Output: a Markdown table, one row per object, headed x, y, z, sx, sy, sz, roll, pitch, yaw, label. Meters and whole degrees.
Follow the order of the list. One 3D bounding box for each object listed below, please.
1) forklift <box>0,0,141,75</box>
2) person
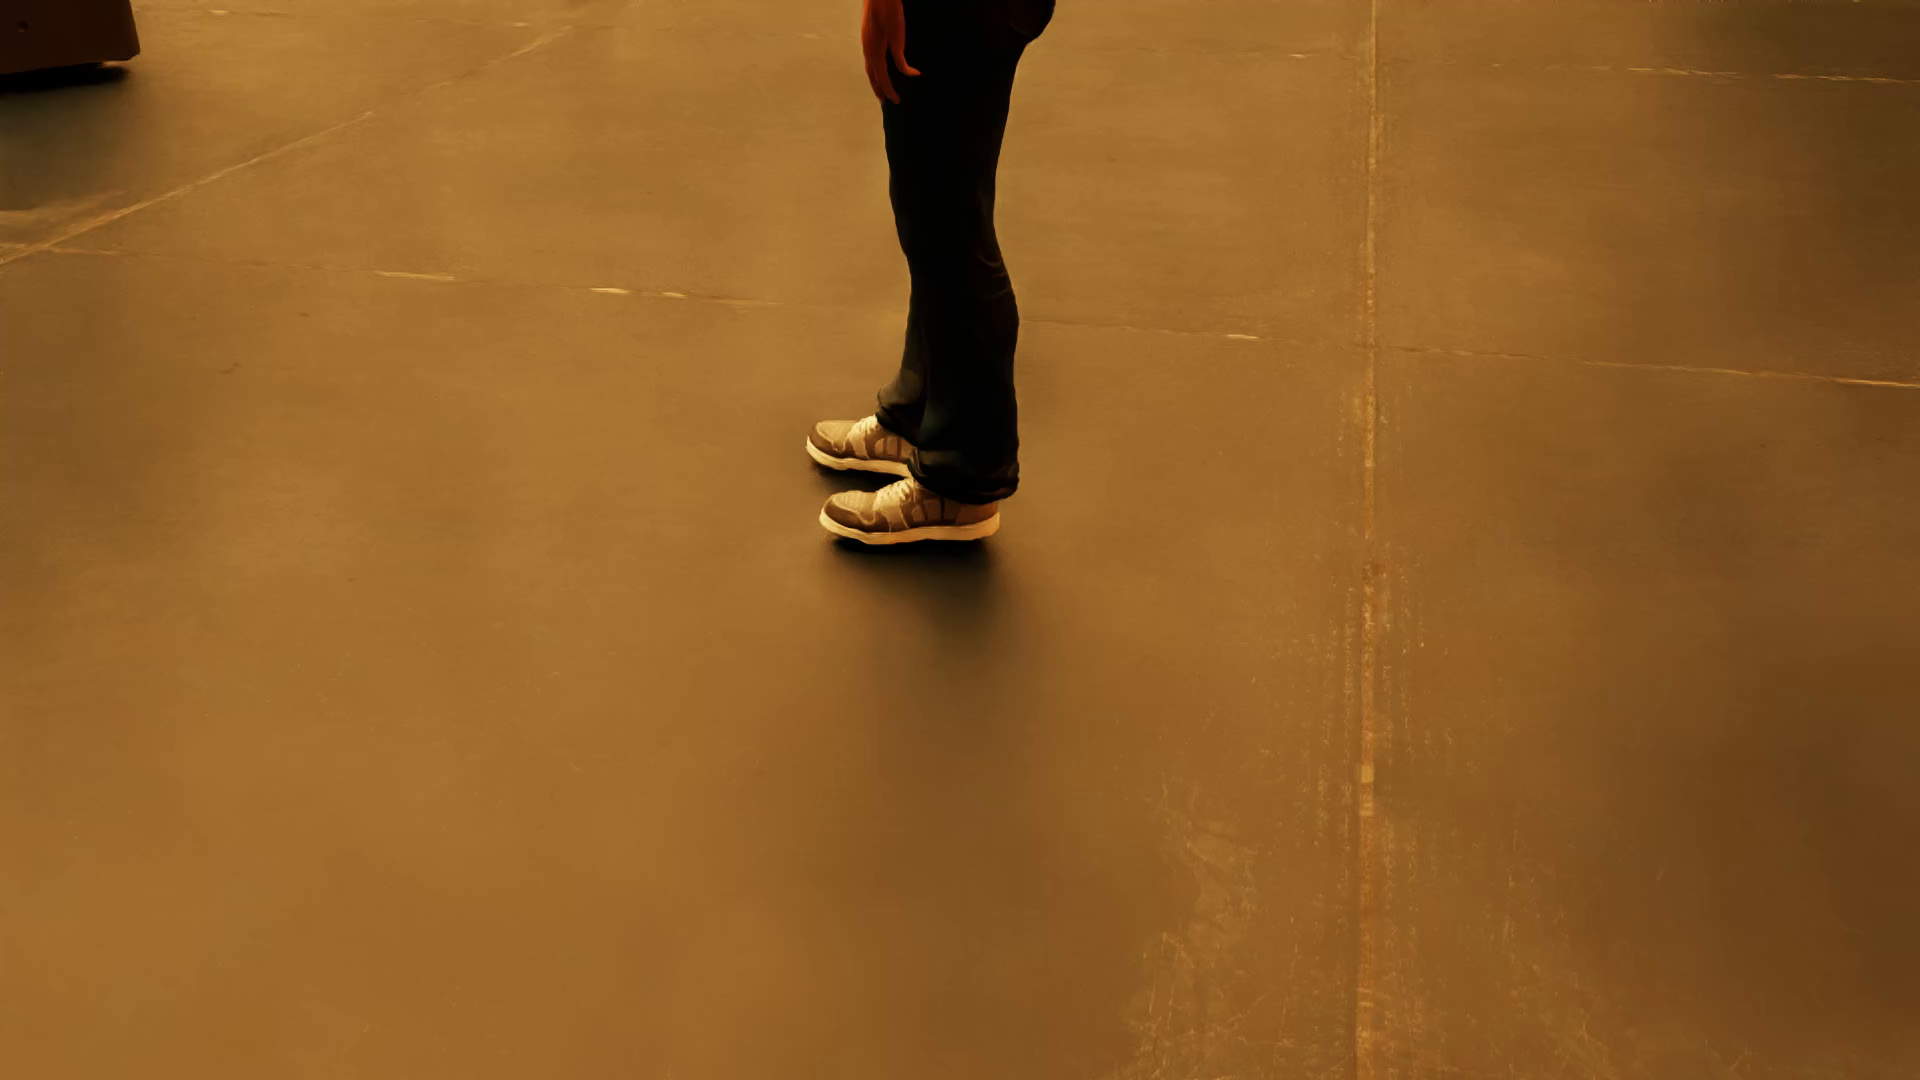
| x | y | z | sx | sy | sz | roll | pitch | yaw | label |
| --- | --- | --- | --- | --- | --- | --- | --- | --- | --- |
| -4.146 | -3.175 | 5.540 | 3.031 | 2.935 | 1.130 | 24 | 35 | 39 | forklift |
| -0.069 | -0.733 | 2.163 | 0.474 | 1.597 | 0.520 | 6 | 27 | 11 | person |
